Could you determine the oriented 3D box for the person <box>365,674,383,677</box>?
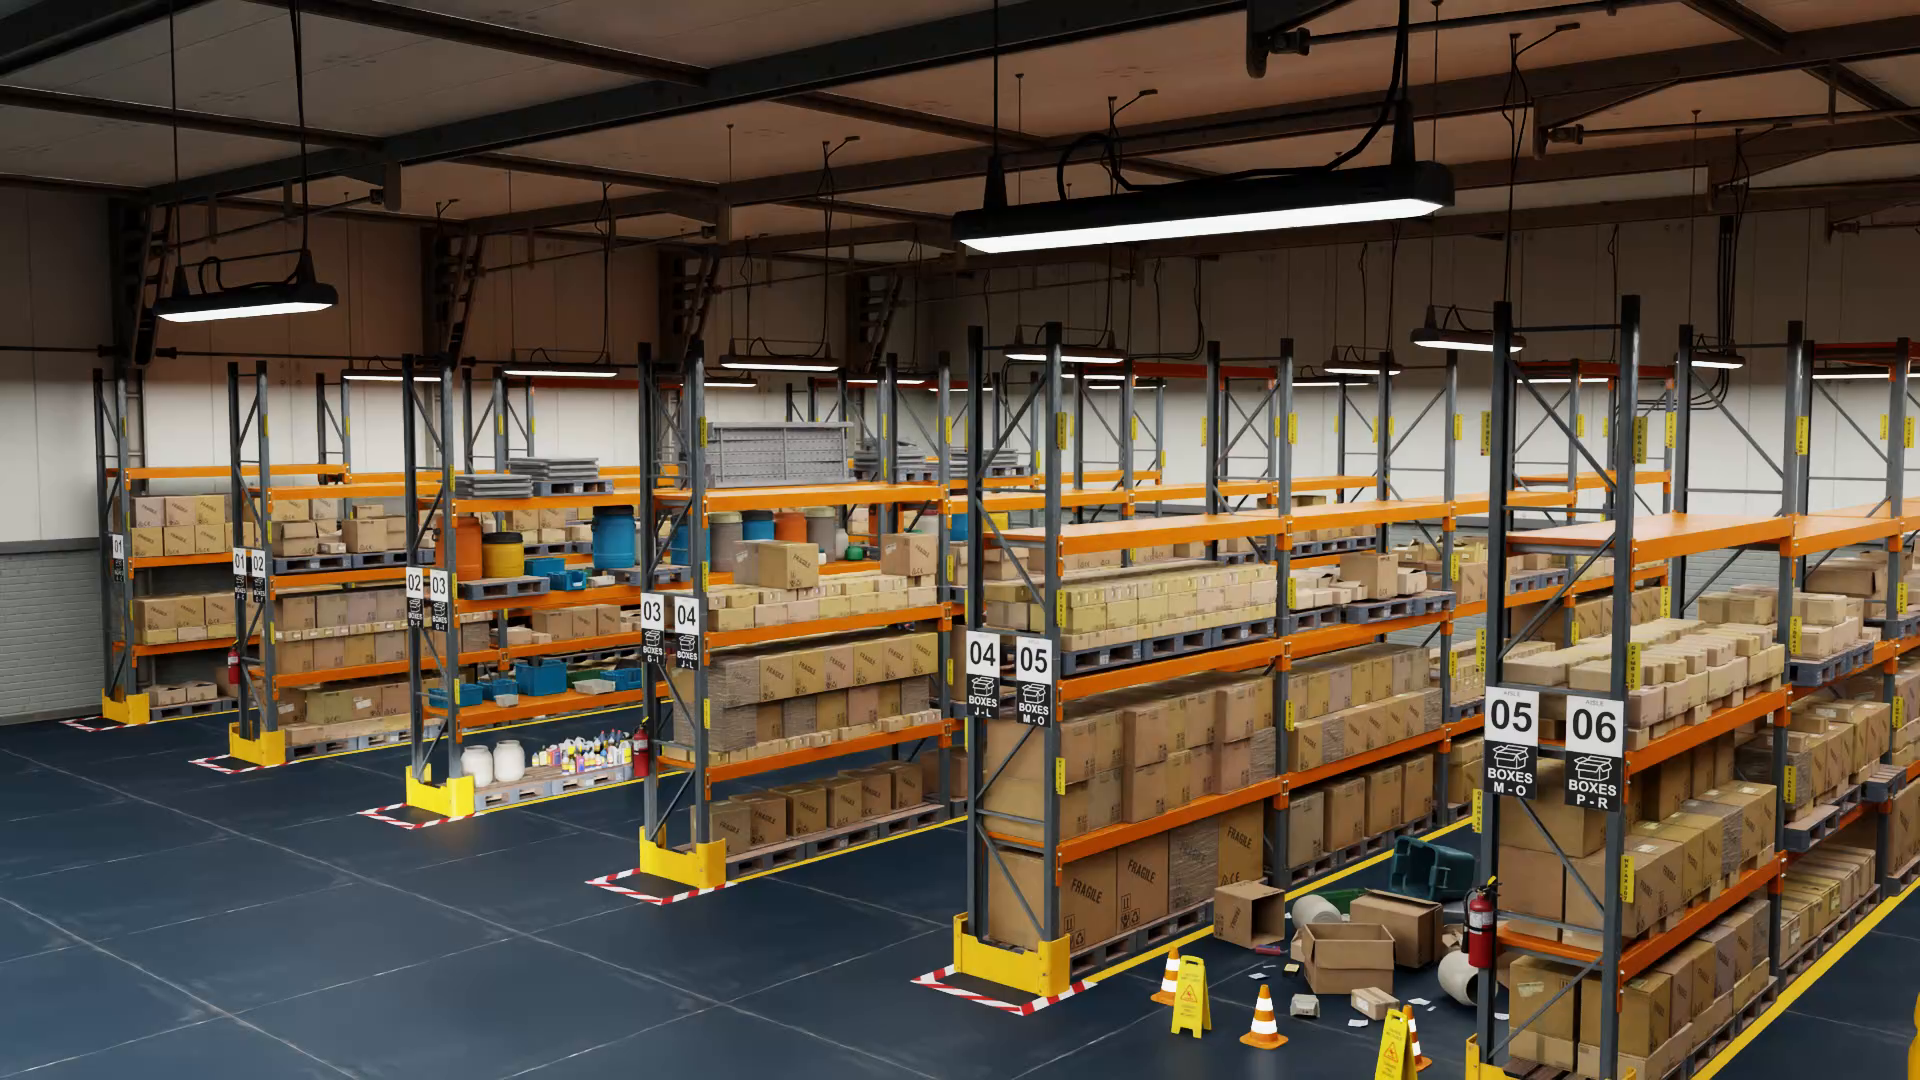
[{"bbox_3d":[-10.294,2.204,29.195,0.465,1.681,0.773,1,4,14],"label":"person"}]
